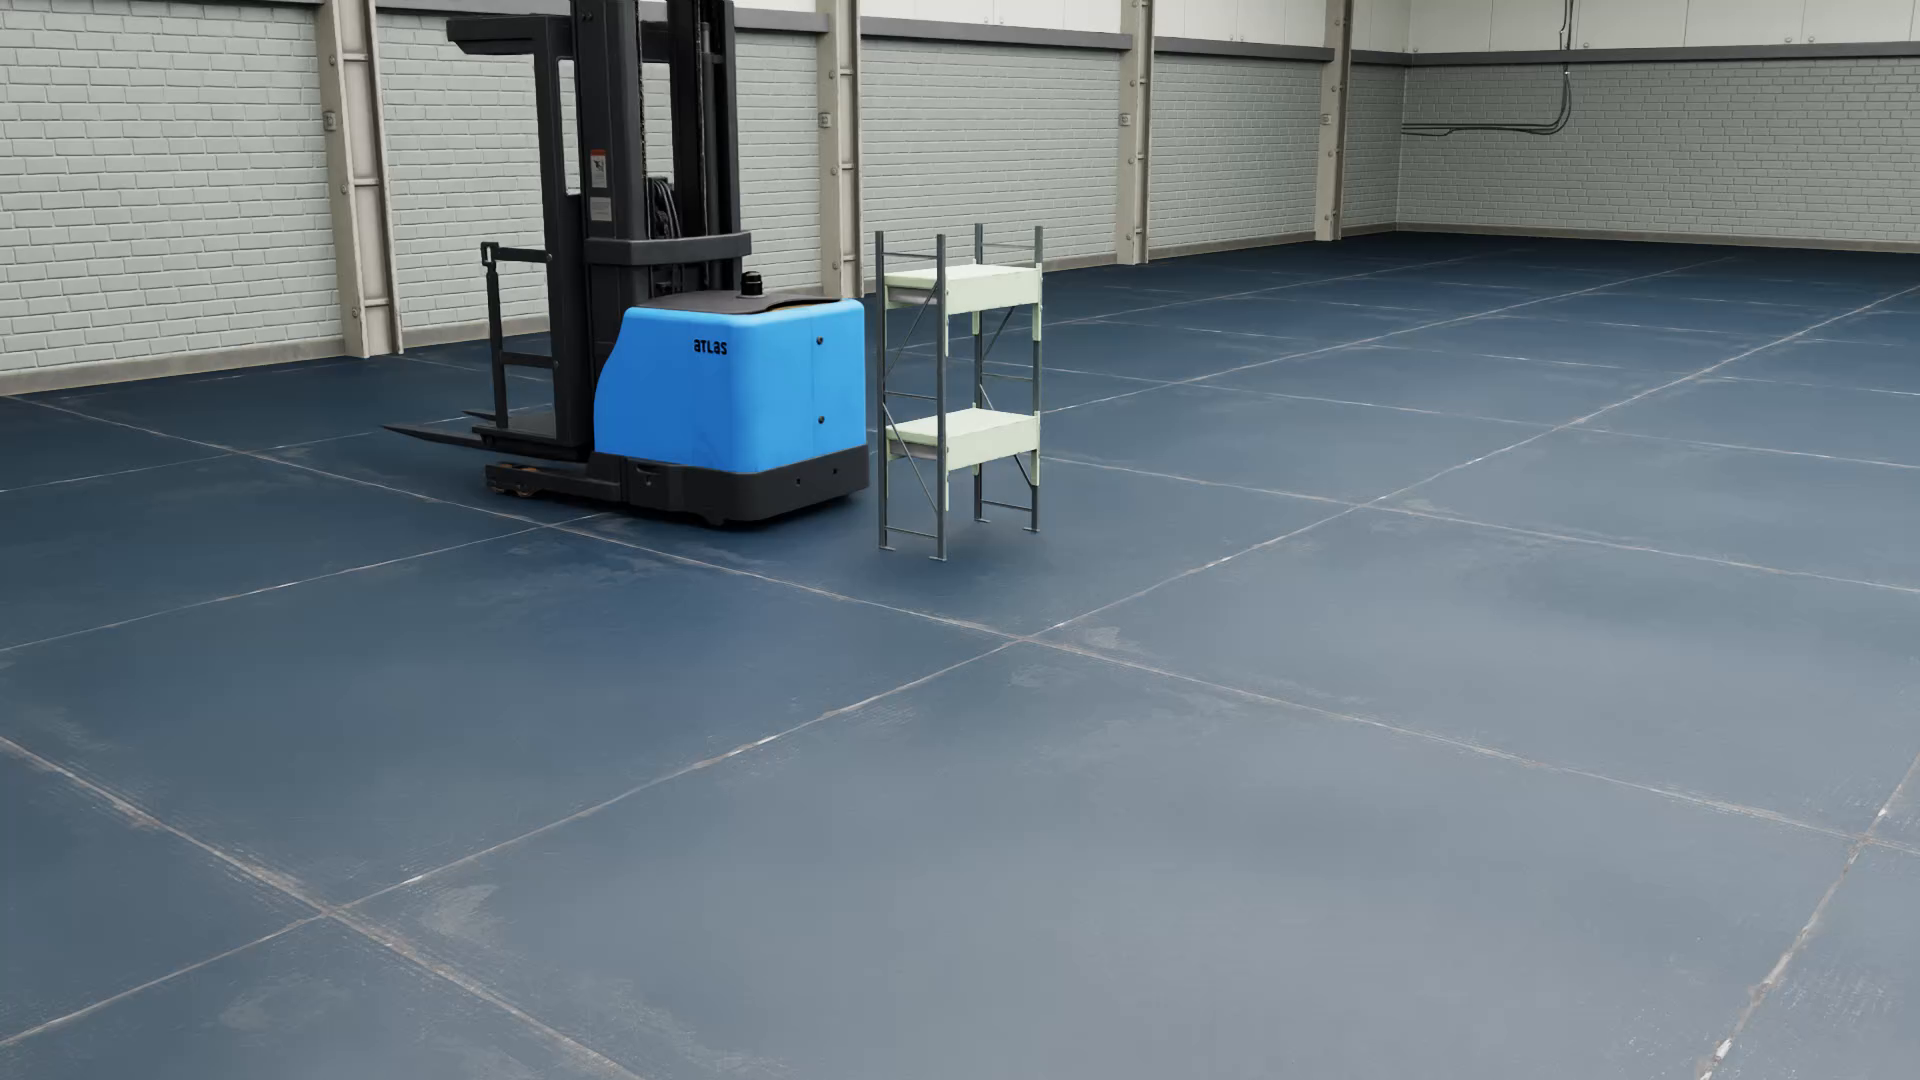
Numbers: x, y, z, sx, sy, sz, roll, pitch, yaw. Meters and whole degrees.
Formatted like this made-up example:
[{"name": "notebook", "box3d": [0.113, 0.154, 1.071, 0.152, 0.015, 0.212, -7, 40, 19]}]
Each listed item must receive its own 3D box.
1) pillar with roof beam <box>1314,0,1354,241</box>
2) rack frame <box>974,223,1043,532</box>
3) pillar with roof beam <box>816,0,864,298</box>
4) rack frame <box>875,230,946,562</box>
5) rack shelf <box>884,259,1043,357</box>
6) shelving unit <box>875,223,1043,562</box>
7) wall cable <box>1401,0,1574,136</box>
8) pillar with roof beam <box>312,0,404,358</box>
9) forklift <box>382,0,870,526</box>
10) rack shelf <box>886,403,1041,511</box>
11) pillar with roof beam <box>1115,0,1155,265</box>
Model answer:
[{"name": "pillar with roof beam", "box3d": [9.550, -8.765, 24.351, 9.100, 9.000, 0.400, 11, 18, 38]}, {"name": "rack frame", "box3d": [0.234, -0.798, 8.219, 0.400, 1.500, 0.023, 11, 18, 38]}, {"name": "pillar with roof beam", "box3d": [2.008, -6.467, 15.305, 9.100, 9.000, 0.400, 11, 18, 38]}, {"name": "rack frame", "box3d": [-0.226, -0.658, 7.667, 0.400, 1.500, 0.023, 11, 18, 38]}, {"name": "rack shelf", "box3d": [0.004, -1.106, 7.847, 0.431, 0.370, 0.720, 11, 18, 38]}, {"name": "shelving unit", "box3d": [0.004, -0.728, 7.943, 0.431, 1.500, 0.755, 11, 18, 38]}, {"name": "wall cable", "box3d": [9.082, -8.286, 28.771, 3.097, 2.526, 0.112, 11, 18, 38]}, {"name": "pillar with roof beam", "box3d": [-1.763, -5.318, 10.781, 9.100, 9.000, 0.400, 11, 18, 38]}, {"name": "forklift", "box3d": [-1.998, -1.747, 9.046, 3.031, 2.935, 1.130, 9, 17, 32]}, {"name": "rack shelf", "box3d": [0.004, -0.412, 8.024, 0.431, 0.370, 0.720, 11, 18, 38]}, {"name": "pillar with roof beam", "box3d": [5.779, -7.616, 19.828, 9.100, 9.000, 0.400, 11, 18, 38]}]
